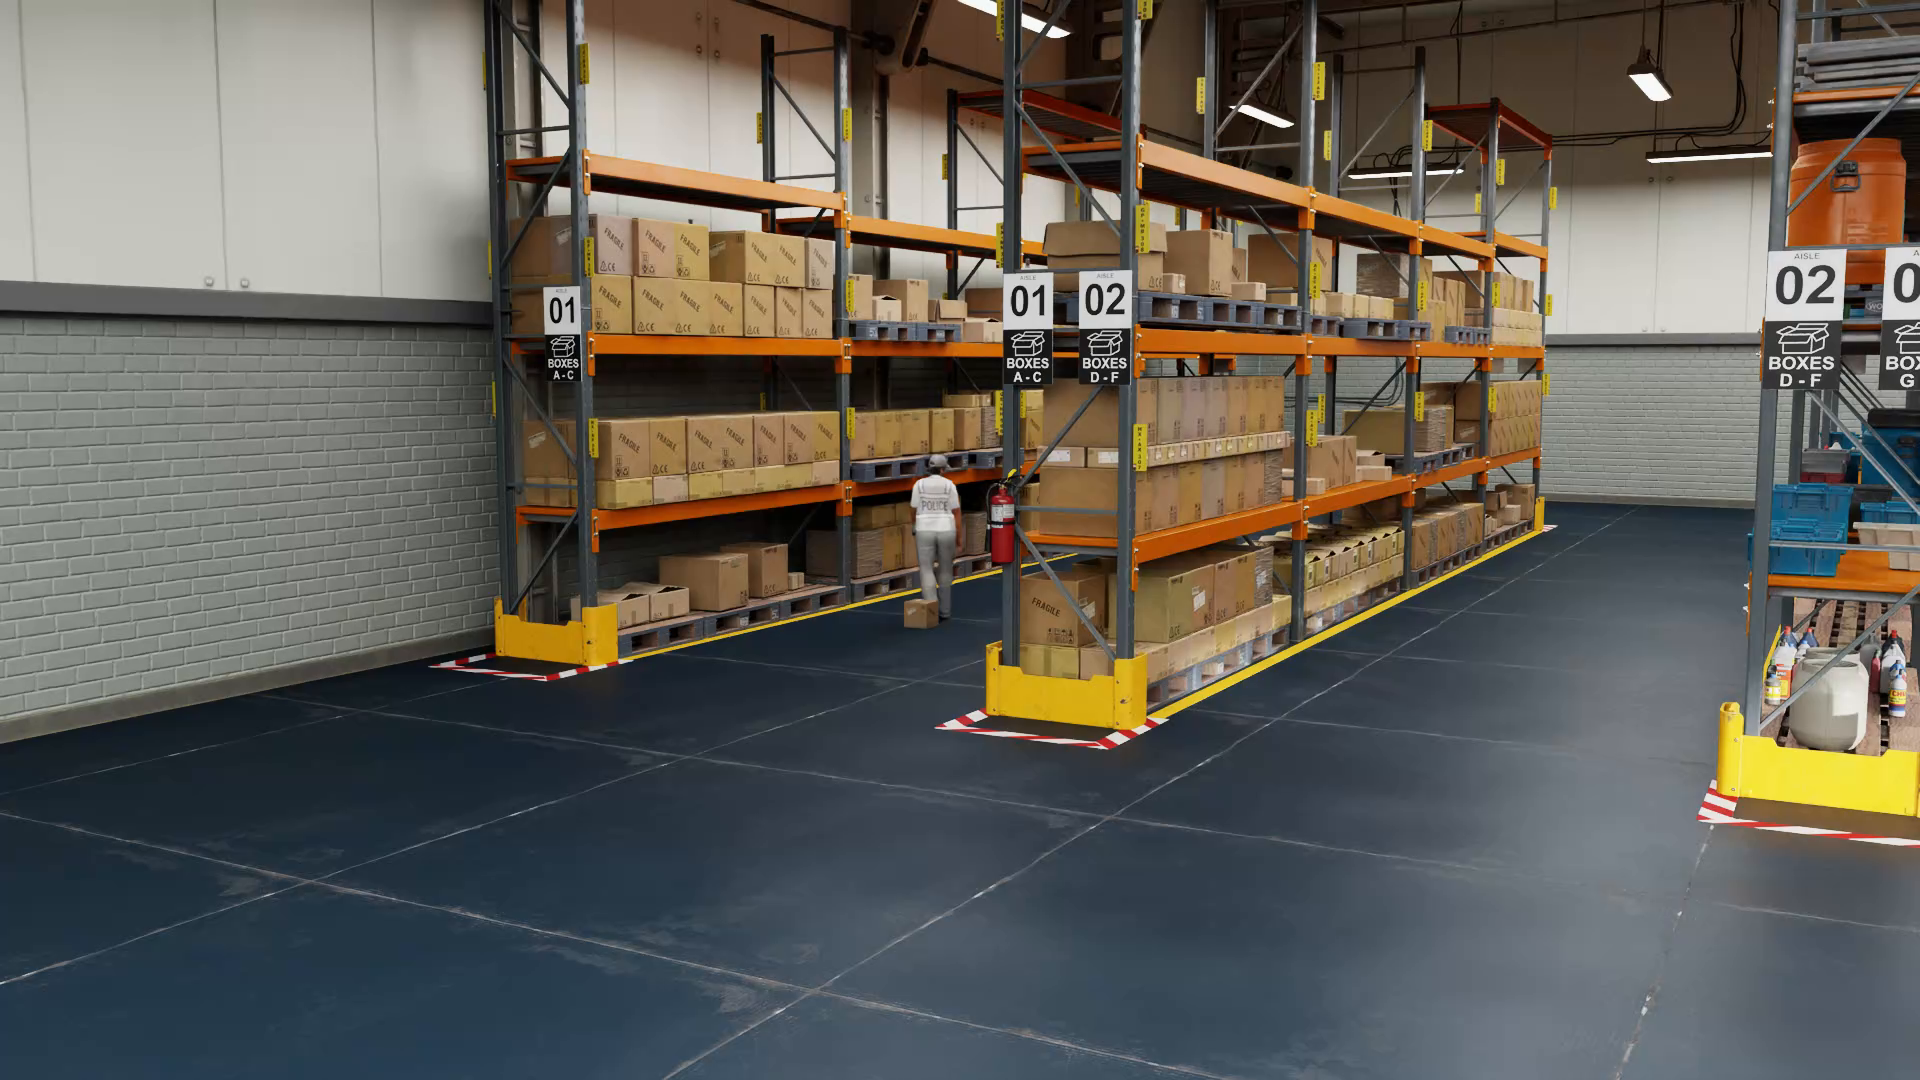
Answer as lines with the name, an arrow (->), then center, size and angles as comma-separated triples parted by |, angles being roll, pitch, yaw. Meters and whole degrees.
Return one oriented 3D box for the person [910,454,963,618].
person -> -0.245, -0.030, 16.546 | 0.531, 1.643, 0.674 | -1, 6, -9
